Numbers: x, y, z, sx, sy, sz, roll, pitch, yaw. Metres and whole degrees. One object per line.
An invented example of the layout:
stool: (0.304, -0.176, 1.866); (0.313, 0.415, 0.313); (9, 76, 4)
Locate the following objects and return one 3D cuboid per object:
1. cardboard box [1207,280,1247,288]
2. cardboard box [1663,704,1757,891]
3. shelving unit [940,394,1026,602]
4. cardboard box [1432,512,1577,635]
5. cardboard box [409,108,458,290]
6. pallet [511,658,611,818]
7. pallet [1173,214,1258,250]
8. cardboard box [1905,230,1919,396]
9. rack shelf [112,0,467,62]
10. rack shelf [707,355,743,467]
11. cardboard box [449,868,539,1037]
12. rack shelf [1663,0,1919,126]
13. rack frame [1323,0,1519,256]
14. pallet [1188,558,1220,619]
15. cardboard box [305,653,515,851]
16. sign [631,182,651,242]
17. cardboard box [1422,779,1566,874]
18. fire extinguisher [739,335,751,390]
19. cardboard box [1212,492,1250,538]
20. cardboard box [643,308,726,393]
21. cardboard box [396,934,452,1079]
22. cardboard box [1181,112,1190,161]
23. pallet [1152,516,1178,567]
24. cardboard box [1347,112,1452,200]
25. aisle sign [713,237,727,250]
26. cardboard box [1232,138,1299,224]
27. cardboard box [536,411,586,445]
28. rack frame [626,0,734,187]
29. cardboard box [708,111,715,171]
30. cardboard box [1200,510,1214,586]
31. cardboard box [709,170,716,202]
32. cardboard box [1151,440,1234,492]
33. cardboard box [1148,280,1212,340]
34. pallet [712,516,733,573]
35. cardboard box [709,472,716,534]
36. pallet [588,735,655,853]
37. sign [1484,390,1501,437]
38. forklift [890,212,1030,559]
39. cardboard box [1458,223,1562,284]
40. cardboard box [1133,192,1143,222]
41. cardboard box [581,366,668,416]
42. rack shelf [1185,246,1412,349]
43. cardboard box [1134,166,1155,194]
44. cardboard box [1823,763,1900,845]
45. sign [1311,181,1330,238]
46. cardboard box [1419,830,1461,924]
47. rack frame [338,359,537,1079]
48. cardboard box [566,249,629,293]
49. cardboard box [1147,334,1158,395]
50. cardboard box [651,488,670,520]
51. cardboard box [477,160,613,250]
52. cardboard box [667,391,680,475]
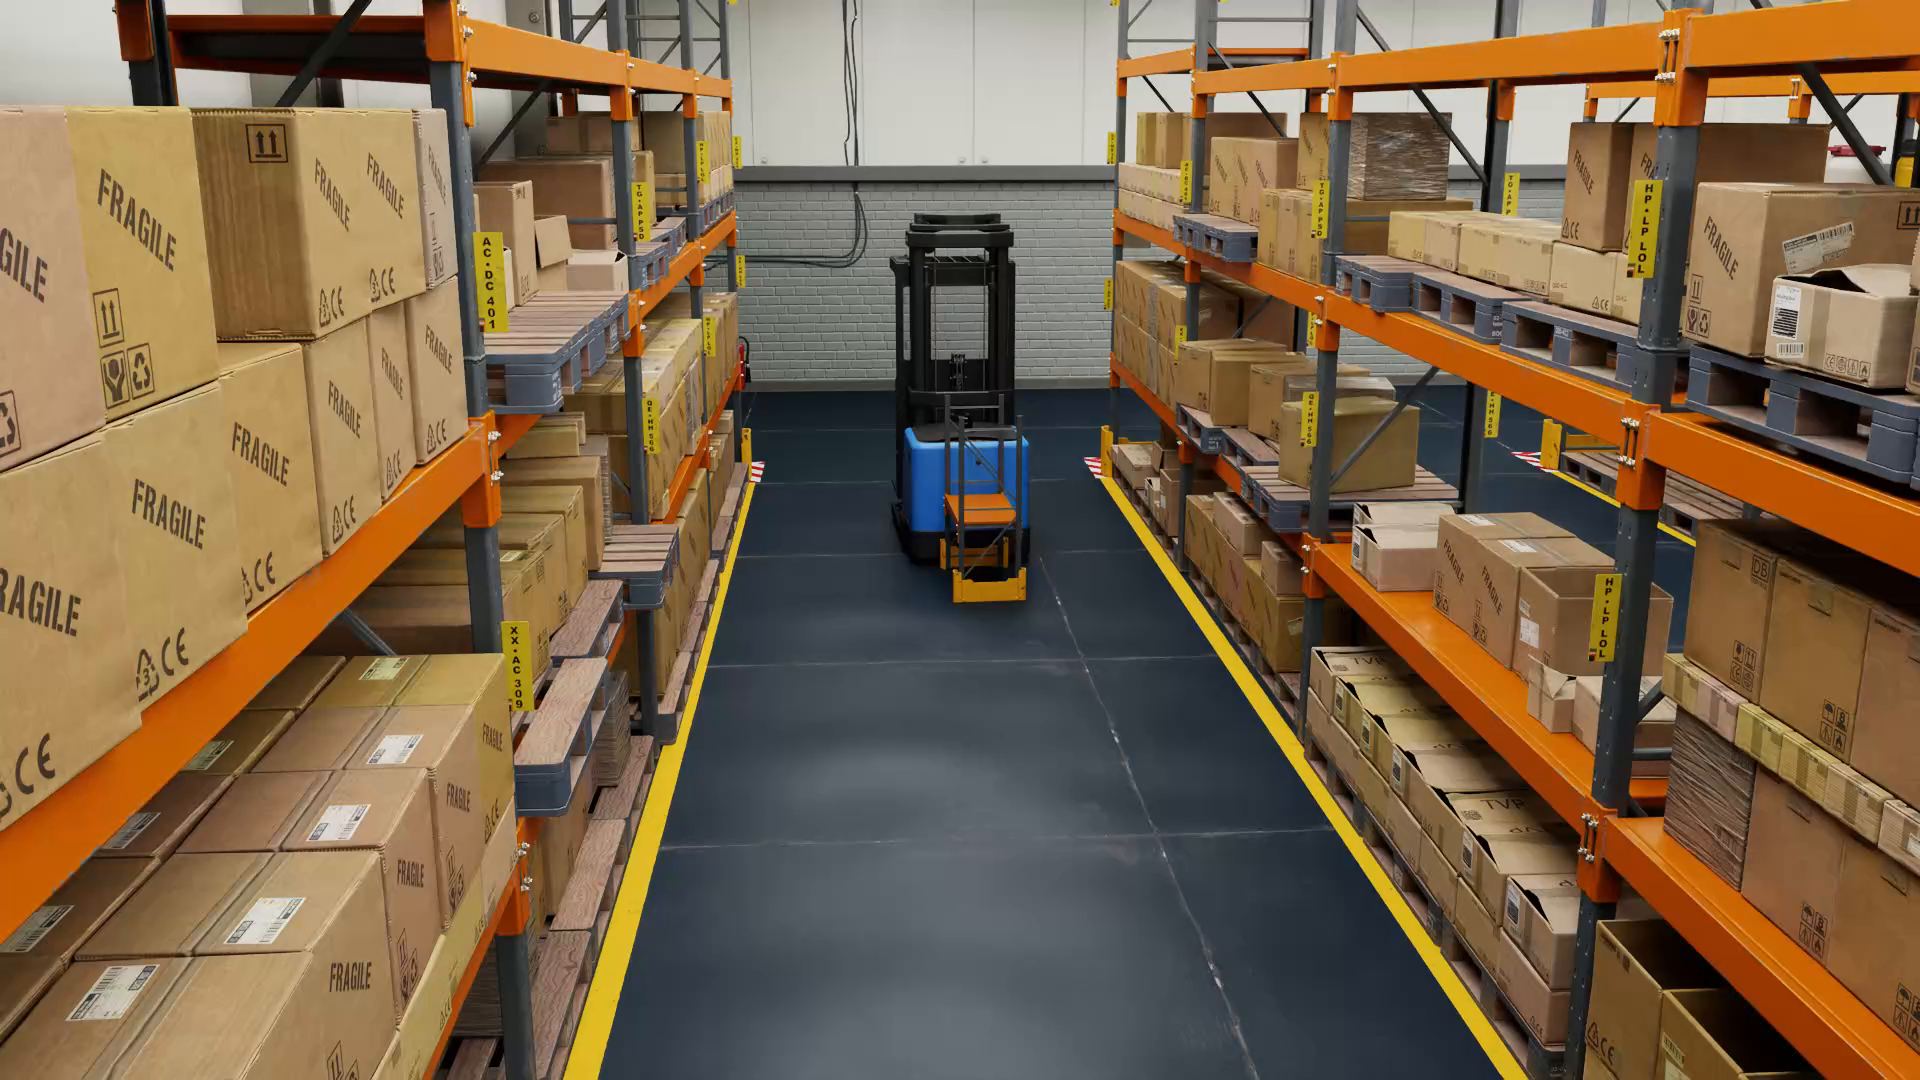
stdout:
cardboard box: (2.554, -2.108, 15.214); (0.500, 0.500, 0.500); (-1, 14, -5)
cardboard box: (2.895, 0.854, 5.710); (0.700, 0.500, 0.500); (-1, 14, -5)
shelving unit: (0.179, -0.368, 13.670); (0.587, 1.500, 1.083); (-2, 15, -6)
cardboard box: (2.734, 0.166, 8.384); (0.500, 0.500, 0.500); (-2, 15, -6)
cardboard box: (-1.781, -1.005, 4.869); (0.500, 0.500, 0.500); (-2, 15, -8)
pallet: (-1.984, 0.770, 6.621); (1.003, 0.211, 1.213); (-1, 14, -3)
pallet: (2.336, -2.396, 12.899); (1.213, 0.211, 1.003); (-1, 14, -3)
cardboard box: (2.838, -0.570, 4.095); (0.797, 0.503, 0.637); (1, 14, 3)
rack shelf: (-1.958, -1.188, 3.259); (1.077, 0.370, 4.000); (-1, 14, -3)
rack shelf: (-2.702, -1.269, 15.605); (1.077, 0.370, 4.000); (-1, 14, -3)
cardboard box: (-2.145, 1.684, 6.817); (0.700, 0.500, 0.500); (0, 14, -2)
rack shelf: (2.986, -1.074, 3.609); (1.077, 0.370, 4.000); (-1, 14, -3)
rack frame: (2.614, -3.108, 9.270); (1.000, 3.000, 0.127); (-1, 14, -3)
pallet: (2.454, 0.355, 13.447); (1.003, 0.211, 1.213); (-1, 14, -3)
cardboard box: (-1.744, 0.682, 5.334); (0.500, 0.500, 0.500); (-1, 14, -4)
sign: (-1.788, -1.836, 9.309); (0.100, 0.325, 0.005); (-1, 14, -3)
cardboard box: (2.483, 1.299, 7.730); (0.500, 0.311, 0.500); (-1, 14, -4)
fire extinguisher: (-2.375, -1.941, 17.679); (0.296, 0.674, 0.183); (-1, 14, -3)
cardboard box: (2.215, -0.190, 12.598); (0.500, 0.250, 0.500); (-1, 14, -3)
cardboard box: (-2.690, -1.763, 15.479); (0.980, 0.700, 0.700); (-2, 15, -6)
cardboard box: (-1.681, 1.295, 4.459); (0.500, 0.250, 0.500); (-1, 14, -4)
cardboard box: (2.371, -3.554, 14.815); (0.700, 0.500, 0.500); (-1, 14, -3)
pallet: (2.324, -0.018, 14.895); (1.003, 0.211, 1.213); (-1, 14, -3)
cardboard box: (2.593, -2.296, 9.928); (0.500, 0.500, 0.500); (-1, 14, -3)
aisle sign: (-2.531, -3.396, 17.213); (0.394, 0.787, 0.004); (-1, 14, -3)
cardboard box: (2.388, -2.658, 12.297); (0.600, 0.600, 0.600); (-1, 14, -4)
cardboard box: (-2.279, -0.615, 9.236); (0.380, 0.149, 0.250); (-3, 15, -11)
rack frame: (-2.826, -5.020, 16.701); (1.000, 3.000, 0.127); (-1, 14, -3)
cardboard box: (-2.380, -3.424, 14.272); (0.500, 0.500, 0.500); (-1, 14, -5)
cardboard box: (2.197, 0.057, 13.143); (0.500, 0.500, 0.500); (-1, 14, -3)
cardboard box: (-2.375, -3.055, 14.340); (0.500, 0.250, 0.500); (-1, 14, -5)
cardboard box: (2.244, -0.668, 15.955); (0.797, 0.503, 0.637); (-1, 14, -3)
cardboard box: (2.011, -2.104, 15.202); (0.500, 0.500, 0.500); (-1, 14, -3)
pallet: (-2.547, 0.040, 14.670); (1.003, 0.211, 1.213); (-1, 14, -3)
cardboard box: (-2.522, -0.300, 14.571); (0.700, 0.500, 0.500); (-1, 14, -3)
pallet: (-2.283, 1.420, 9.308); (1.003, 0.211, 1.213); (-1, 14, -3)
sign: (3.168, -0.773, 9.909); (0.100, 0.325, 0.005); (-1, 14, -3)
forklift: (-0.071, -1.575, 15.490); (1.130, 2.935, 3.031); (-2, 15, -6)
cardboard box: (2.773, -1.401, 8.115); (0.500, 0.250, 0.500); (-1, 14, -5)
cardboard box: (1.947, -3.192, 15.916); (0.500, 0.250, 0.500); (-1, 14, -3)
cardboard box: (-2.135, -0.941, 10.545); (0.500, 0.250, 0.500); (-1, 14, -4)
rack shelf: (2.490, -1.804, 11.666); (1.077, 0.370, 4.000); (-1, 14, -3)
cardboard box: (1.951, -3.434, 15.854); (0.500, 0.250, 0.500); (-1, 14, -3)
cardboard box: (2.749, 0.754, 4.799); (0.380, 0.149, 0.250); (-1, 14, -5)
sign: (2.072, -1.898, 9.548); (0.100, 0.325, 0.005); (-1, 14, -3)
cardboard box: (2.485, 1.569, 7.808); (0.500, 0.250, 0.500); (-1, 14, -2)
rack frame: (-2.082, 0.870, 5.850); (1.000, 3.000, 0.127); (-1, 14, -3)
cardboard box: (-2.016, -1.369, 8.671); (0.500, 0.311, 0.500); (-1, 14, -3)
cardboard box: (2.011, -1.622, 15.333); (0.500, 0.500, 0.500); (-1, 14, -2)
cardboard box: (-2.058, -0.229, 10.583); (0.380, 0.149, 0.250); (0, 14, -2)
cardboard box: (-2.417, -1.957, 9.732); (0.700, 0.500, 0.500); (-2, 15, -8)
cardboard box: (-2.158, -0.706, 11.136); (0.500, 0.500, 0.500); (-1, 14, -4)
